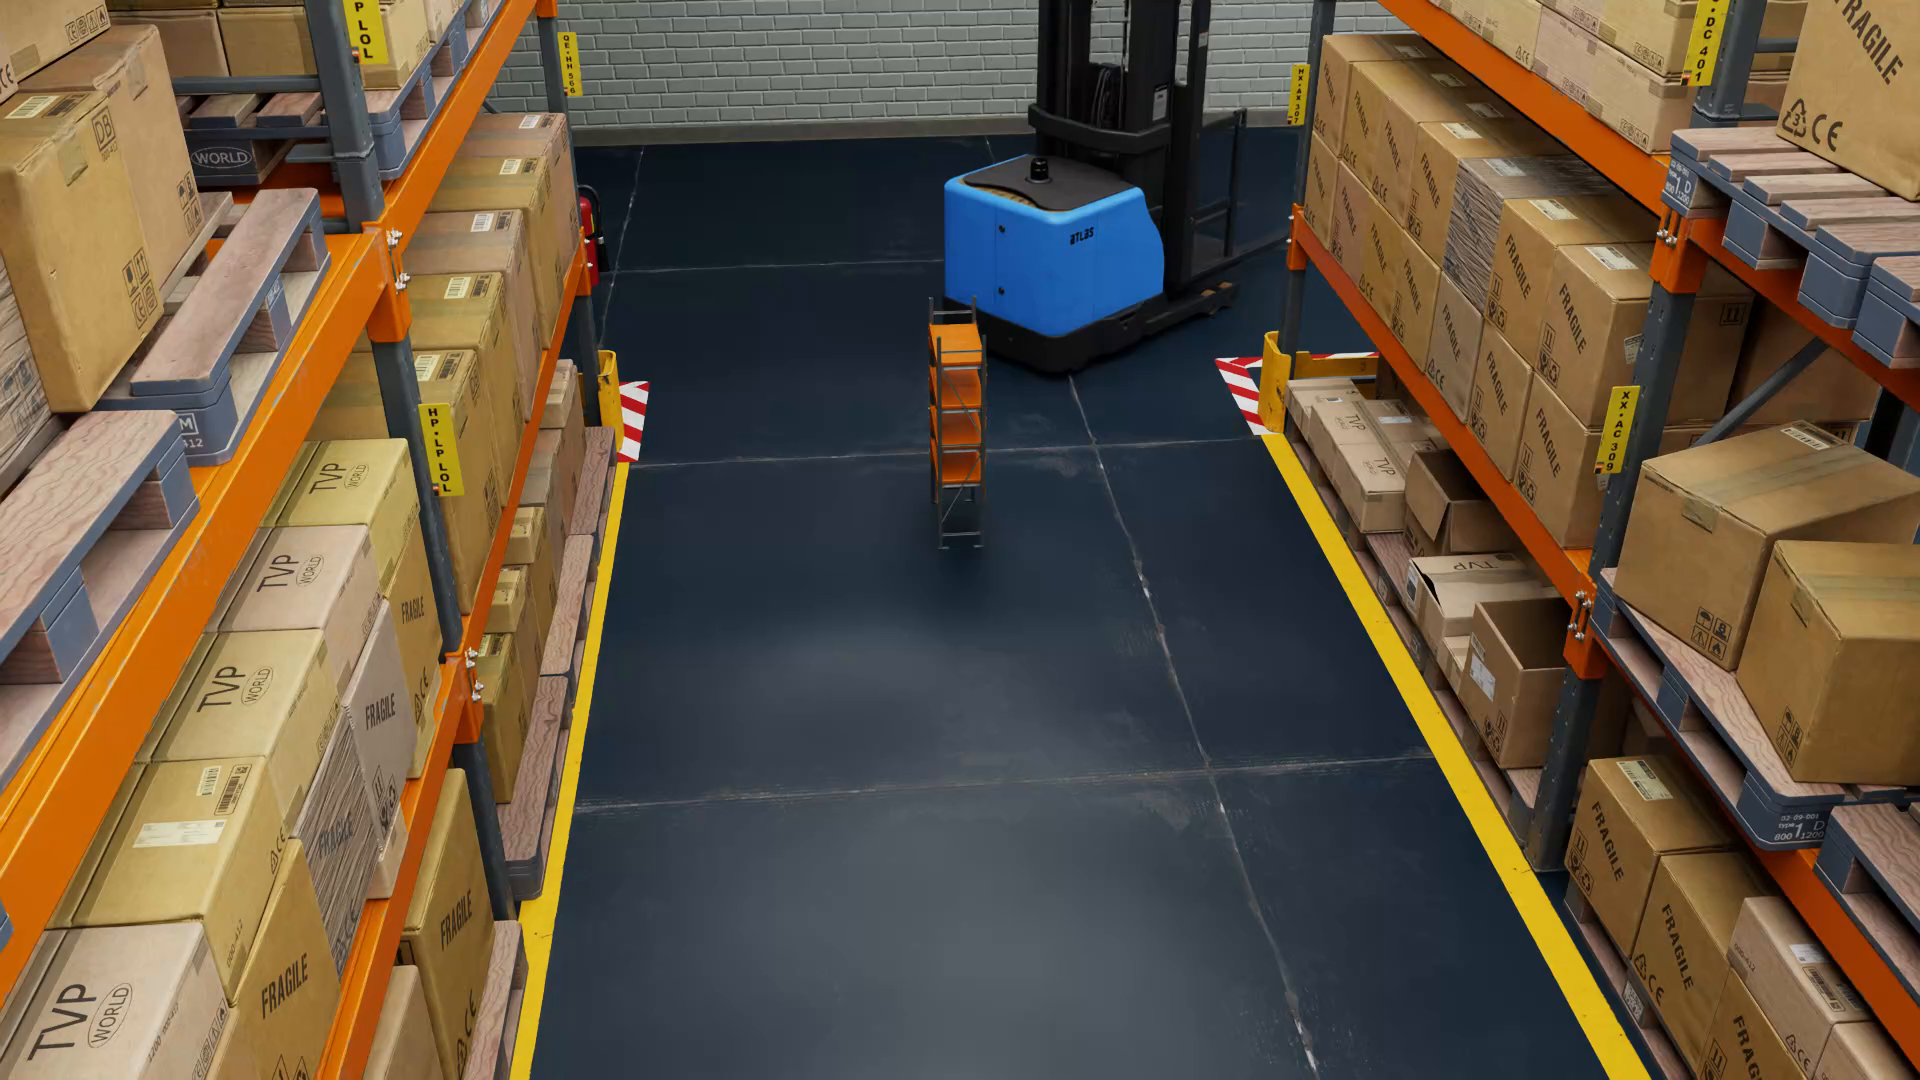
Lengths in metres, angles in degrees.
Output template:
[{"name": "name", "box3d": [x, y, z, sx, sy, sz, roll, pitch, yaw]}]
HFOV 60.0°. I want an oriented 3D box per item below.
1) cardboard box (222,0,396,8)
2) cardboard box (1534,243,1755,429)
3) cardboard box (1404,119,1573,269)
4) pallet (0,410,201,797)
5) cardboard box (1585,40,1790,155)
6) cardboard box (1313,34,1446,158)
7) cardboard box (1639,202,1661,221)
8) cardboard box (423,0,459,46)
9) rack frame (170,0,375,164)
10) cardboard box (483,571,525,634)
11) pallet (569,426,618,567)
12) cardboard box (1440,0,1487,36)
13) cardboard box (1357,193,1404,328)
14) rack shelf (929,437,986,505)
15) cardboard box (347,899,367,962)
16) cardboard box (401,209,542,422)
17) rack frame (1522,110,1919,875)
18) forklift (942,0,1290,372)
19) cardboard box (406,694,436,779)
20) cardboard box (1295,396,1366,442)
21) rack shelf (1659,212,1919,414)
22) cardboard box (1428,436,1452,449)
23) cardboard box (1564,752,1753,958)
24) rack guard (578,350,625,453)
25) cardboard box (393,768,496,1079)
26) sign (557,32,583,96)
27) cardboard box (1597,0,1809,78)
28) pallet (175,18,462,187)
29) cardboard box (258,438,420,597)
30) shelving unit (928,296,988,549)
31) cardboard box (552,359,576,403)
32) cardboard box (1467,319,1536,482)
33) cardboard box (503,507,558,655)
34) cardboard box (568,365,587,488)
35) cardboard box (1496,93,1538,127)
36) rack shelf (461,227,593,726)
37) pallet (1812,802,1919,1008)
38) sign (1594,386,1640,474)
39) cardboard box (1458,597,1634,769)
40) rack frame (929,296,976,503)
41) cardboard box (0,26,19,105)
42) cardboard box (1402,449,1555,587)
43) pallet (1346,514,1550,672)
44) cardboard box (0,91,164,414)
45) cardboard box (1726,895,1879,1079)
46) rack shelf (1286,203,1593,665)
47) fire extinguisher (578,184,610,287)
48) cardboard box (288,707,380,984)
[{"name": "cardboard box", "box3d": [-1.965, -1.934, 5.045, 0.500, 0.500, 0.500, -3, 31, -5]}, {"name": "cardboard box", "box3d": [2.449, -0.745, 5.999, 0.500, 0.500, 0.500, -3, 31, -4]}, {"name": "cardboard box", "box3d": [2.306, -1.521, 7.298, 0.500, 0.500, 0.500, -3, 31, -5]}, {"name": "pallet", "box3d": [-2.024, 0.151, 2.831, 1.003, 0.211, 1.213, -1, 31, -2]}, {"name": "cardboard box", "box3d": [2.444, -1.486, 5.534, 0.500, 0.250, 0.500, -3, 31, -5]}, {"name": "cardboard box", "box3d": [2.159, -2.302, 8.607, 0.500, 0.500, 0.500, -2, 31, -3]}, {"name": "cardboard box", "box3d": [2.941, -1.017, 6.454, 0.500, 0.500, 0.500, -4, 31, -6]}, {"name": "cardboard box", "box3d": [-2.013, -1.861, 5.654, 0.500, 0.250, 0.500, -3, 31, -6]}, {"name": "rack frame", "box3d": [-2.178, -2.363, 3.931, 1.000, 3.000, 0.127, -3, 31, -5]}, {"name": "cardboard box", "box3d": [-1.996, 0.256, 6.791, 0.380, 0.149, 0.250, -2, 31, -3]}, {"name": "pallet", "box3d": [-2.399, -0.228, 8.926, 1.003, 0.211, 1.213, -3, 31, -5]}, {"name": "cardboard box", "box3d": [2.310, -2.252, 6.816, 0.500, 0.250, 0.500, -3, 31, -5]}, {"name": "cardboard box", "box3d": [2.257, -1.353, 7.993, 0.500, 0.500, 0.500, -3, 31, -5]}, {"name": "rack shelf", "box3d": [-0.015, -0.371, 8.720, 0.258, 0.148, 0.480, -3, 31, -5]}, {"name": "cardboard box", "box3d": [-1.798, 0.993, 4.388, 0.380, 0.149, 0.250, -3, 31, -5]}, {"name": "cardboard box", "box3d": [-2.353, -0.938, 7.103, 0.980, 0.700, 0.700, -4, 31, -7]}, {"name": "rack frame", "box3d": [2.754, -0.027, 5.870, 1.000, 3.000, 0.127, -3, 31, -5]}, {"name": "forklift", "box3d": [1.280, -2.957, 10.843, 1.130, 2.935, 3.031, 27, 40, 37]}, {"name": "cardboard box", "box3d": [-1.817, 0.598, 5.049, 0.380, 0.149, 0.250, -2, 31, -4]}, {"name": "cardboard box", "box3d": [2.100, -0.684, 9.304, 0.380, 0.166, 0.250, -3, 31, -5]}, {"name": "rack shelf", "box3d": [2.941, 0.015, 3.576, 1.077, 0.370, 4.000, -3, 31, -5]}, {"name": "cardboard box", "box3d": [2.735, -0.325, 8.622, 0.500, 0.250, 0.500, -3, 31, -5]}, {"name": "cardboard box", "box3d": [2.556, 1.116, 5.965, 0.500, 0.500, 0.500, -4, 31, -7]}, {"name": "rack guard", "box3d": [-2.554, -0.769, 9.550, 1.175, 0.500, 0.348, -3, 31, -5]}, {"name": "cardboard box", "box3d": [-1.988, 1.281, 5.368, 0.750, 0.750, 0.750, -2, 31, -4]}, {"name": "sign", "box3d": [-2.010, -2.448, 8.562, 0.100, 0.325, 0.005, -3, 31, -5]}, {"name": "cardboard box", "box3d": [2.438, -1.700, 5.405, 0.500, 0.250, 0.500, -3, 31, -5]}, {"name": "pallet", "box3d": [-2.244, -1.456, 5.423, 1.003, 0.211, 1.213, -3, 31, -5]}, {"name": "cardboard box", "box3d": [-1.879, -0.063, 4.791, 0.500, 0.250, 0.500, -2, 31, -3]}, {"name": "shelving unit", "box3d": [-0.015, -0.600, 8.584, 0.258, 1.200, 0.503, -3, 31, -5]}, {"name": "cardboard box", "box3d": [-2.193, -0.806, 8.570, 0.380, 0.149, 0.250, -3, 31, -5]}, {"name": "cardboard box", "box3d": [2.402, -0.576, 6.692, 0.500, 0.500, 0.500, -2, 31, -3]}, {"name": "cardboard box", "box3d": [-2.235, 0.200, 7.519, 0.700, 0.500, 0.500, -2, 31, -3]}, {"name": "cardboard box", "box3d": [-2.387, -0.584, 8.831, 0.700, 0.500, 0.500, -3, 31, -5]}, {"name": "cardboard box", "box3d": [2.797, -1.805, 7.774, 0.500, 0.500, 0.500, -2, 31, -3]}, {"name": "rack shelf", "box3d": [-2.365, -0.500, 7.363, 1.077, 0.370, 4.000, -3, 31, -5]}, {"name": "pallet", "box3d": [2.941, 1.105, 4.162, 1.003, 0.211, 1.213, -3, 31, -5]}, {"name": "sign", "box3d": [2.214, -0.369, 5.598, 0.100, 0.325, 0.005, -3, 31, -5]}, {"name": "cardboard box", "box3d": [2.418, 0.580, 6.862, 0.500, 0.500, 0.500, -3, 31, -5]}, {"name": "rack frame", "box3d": [-0.038, -0.724, 8.792, 0.240, 1.200, 0.015, -3, 31, -5]}, {"name": "cardboard box", "box3d": [-2.160, -0.893, 3.136, 0.500, 0.250, 0.500, -4, 31, -6]}, {"name": "cardboard box", "box3d": [2.573, -0.103, 8.003, 0.797, 0.503, 0.637, -3, 31, -5]}, {"name": "pallet", "box3d": [2.574, 0.195, 8.217, 1.003, 0.211, 1.213, -3, 31, -5]}, {"name": "cardboard box", "box3d": [-2.088, -0.572, 3.330, 0.700, 0.500, 0.500, -3, 31, -6]}, {"name": "cardboard box", "box3d": [2.650, 1.305, 4.918, 0.500, 0.250, 0.500, -3, 31, -4]}, {"name": "rack shelf", "box3d": [2.567, -0.739, 7.764, 1.077, 0.370, 4.000, -3, 31, -5]}, {"name": "fire extinguisher", "box3d": [-2.106, -1.736, 9.170, 0.296, 0.674, 0.183, -3, 31, -5]}, {"name": "cardboard box", "box3d": [-1.788, 0.774, 4.123, 0.500, 0.500, 0.500, -3, 31, -4]}]
